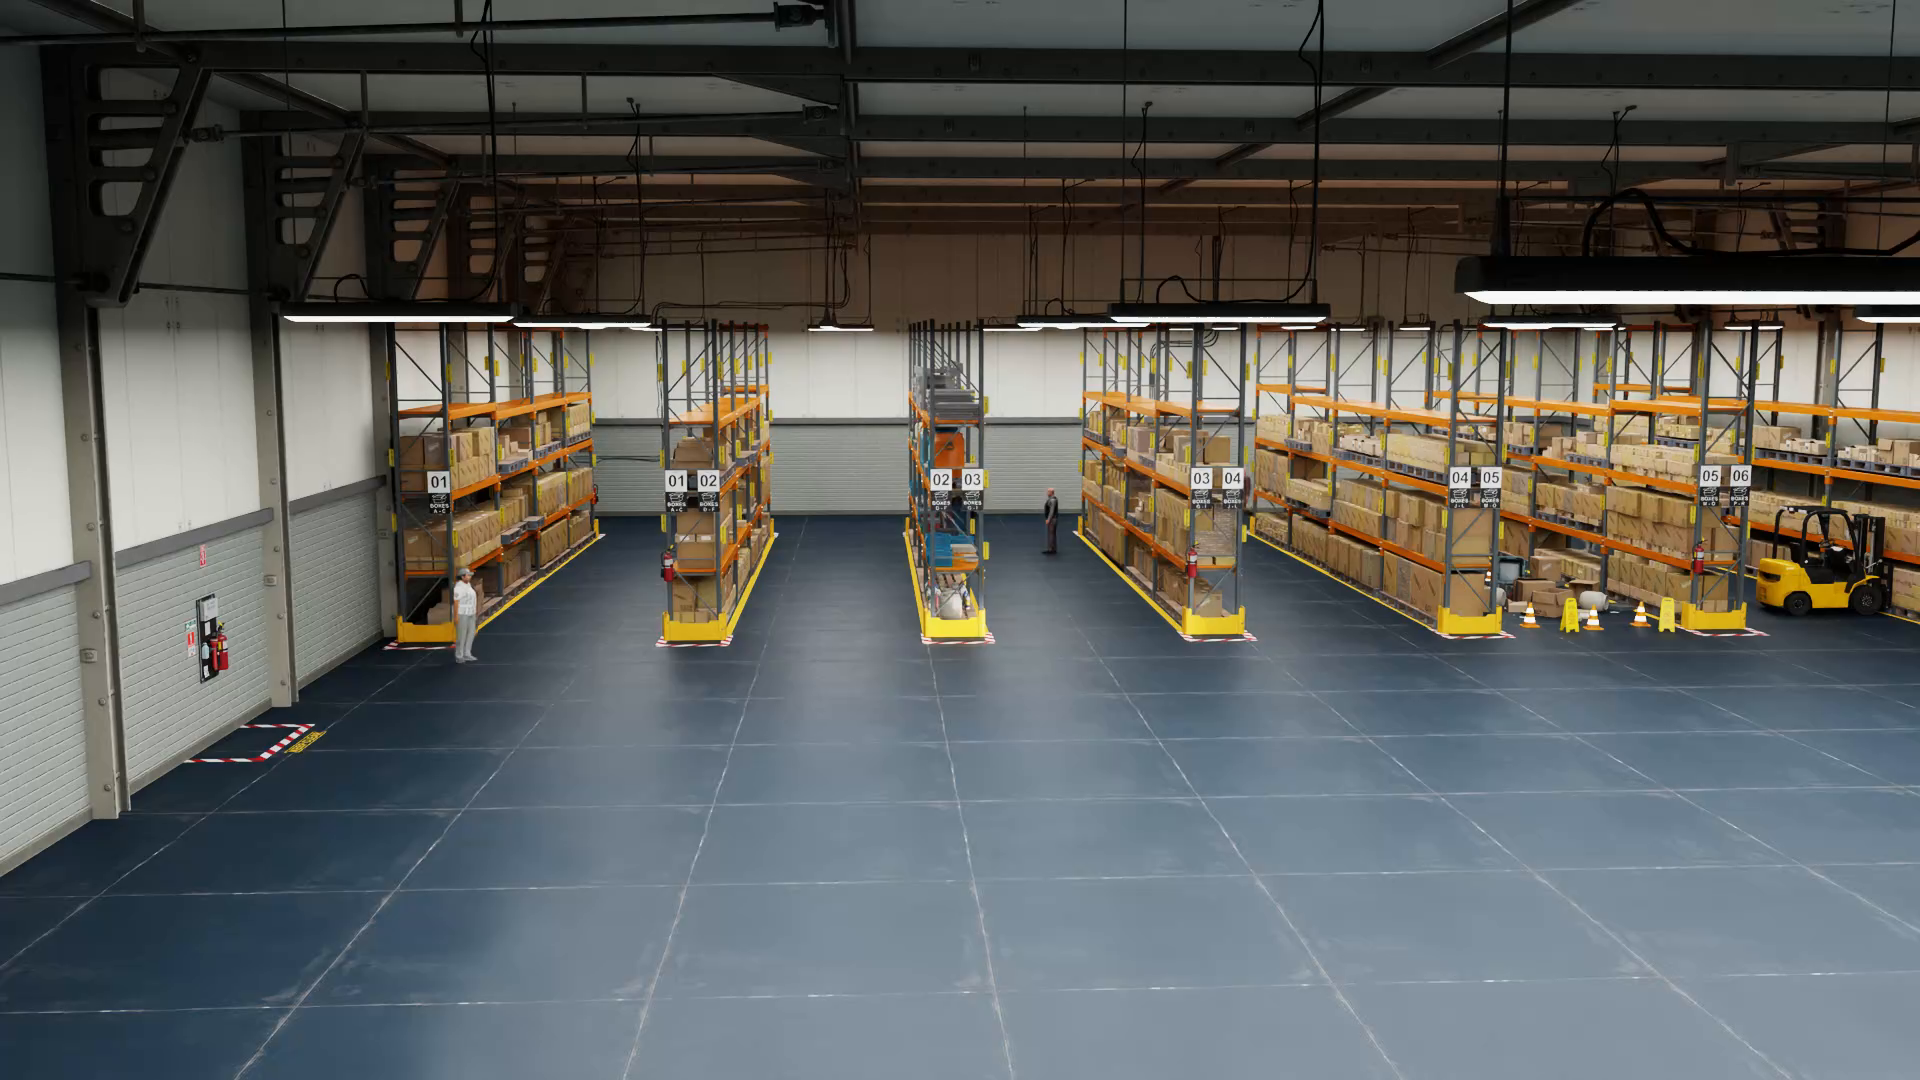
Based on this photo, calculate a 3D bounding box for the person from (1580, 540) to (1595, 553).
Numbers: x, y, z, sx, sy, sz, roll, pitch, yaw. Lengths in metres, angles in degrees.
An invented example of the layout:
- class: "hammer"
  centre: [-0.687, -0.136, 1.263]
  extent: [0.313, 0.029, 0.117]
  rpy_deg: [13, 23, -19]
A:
- class: "person"
  centre: [16.528, -0.509, 43.796]
  extent: [0.434, 1.682, 0.502]
  rpy_deg: [2, 7, 15]

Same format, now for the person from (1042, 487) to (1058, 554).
- class: "person"
  centre: [2.357, -0.511, 43.531]
  extent: [0.420, 1.737, 0.557]
  rpy_deg: [0, 7, -1]

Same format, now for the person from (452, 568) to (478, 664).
- class: "person"
  centre: [-8.669, 1.318, 29.102]
  extent: [0.398, 1.669, 0.586]
  rpy_deg: [2, 7, 14]

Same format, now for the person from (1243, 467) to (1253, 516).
- class: "person"
  centre: [8.533, -1.239, 49.997]
  extent: [0.829, 1.560, 0.606]
  rpy_deg: [-1, 7, -9]
